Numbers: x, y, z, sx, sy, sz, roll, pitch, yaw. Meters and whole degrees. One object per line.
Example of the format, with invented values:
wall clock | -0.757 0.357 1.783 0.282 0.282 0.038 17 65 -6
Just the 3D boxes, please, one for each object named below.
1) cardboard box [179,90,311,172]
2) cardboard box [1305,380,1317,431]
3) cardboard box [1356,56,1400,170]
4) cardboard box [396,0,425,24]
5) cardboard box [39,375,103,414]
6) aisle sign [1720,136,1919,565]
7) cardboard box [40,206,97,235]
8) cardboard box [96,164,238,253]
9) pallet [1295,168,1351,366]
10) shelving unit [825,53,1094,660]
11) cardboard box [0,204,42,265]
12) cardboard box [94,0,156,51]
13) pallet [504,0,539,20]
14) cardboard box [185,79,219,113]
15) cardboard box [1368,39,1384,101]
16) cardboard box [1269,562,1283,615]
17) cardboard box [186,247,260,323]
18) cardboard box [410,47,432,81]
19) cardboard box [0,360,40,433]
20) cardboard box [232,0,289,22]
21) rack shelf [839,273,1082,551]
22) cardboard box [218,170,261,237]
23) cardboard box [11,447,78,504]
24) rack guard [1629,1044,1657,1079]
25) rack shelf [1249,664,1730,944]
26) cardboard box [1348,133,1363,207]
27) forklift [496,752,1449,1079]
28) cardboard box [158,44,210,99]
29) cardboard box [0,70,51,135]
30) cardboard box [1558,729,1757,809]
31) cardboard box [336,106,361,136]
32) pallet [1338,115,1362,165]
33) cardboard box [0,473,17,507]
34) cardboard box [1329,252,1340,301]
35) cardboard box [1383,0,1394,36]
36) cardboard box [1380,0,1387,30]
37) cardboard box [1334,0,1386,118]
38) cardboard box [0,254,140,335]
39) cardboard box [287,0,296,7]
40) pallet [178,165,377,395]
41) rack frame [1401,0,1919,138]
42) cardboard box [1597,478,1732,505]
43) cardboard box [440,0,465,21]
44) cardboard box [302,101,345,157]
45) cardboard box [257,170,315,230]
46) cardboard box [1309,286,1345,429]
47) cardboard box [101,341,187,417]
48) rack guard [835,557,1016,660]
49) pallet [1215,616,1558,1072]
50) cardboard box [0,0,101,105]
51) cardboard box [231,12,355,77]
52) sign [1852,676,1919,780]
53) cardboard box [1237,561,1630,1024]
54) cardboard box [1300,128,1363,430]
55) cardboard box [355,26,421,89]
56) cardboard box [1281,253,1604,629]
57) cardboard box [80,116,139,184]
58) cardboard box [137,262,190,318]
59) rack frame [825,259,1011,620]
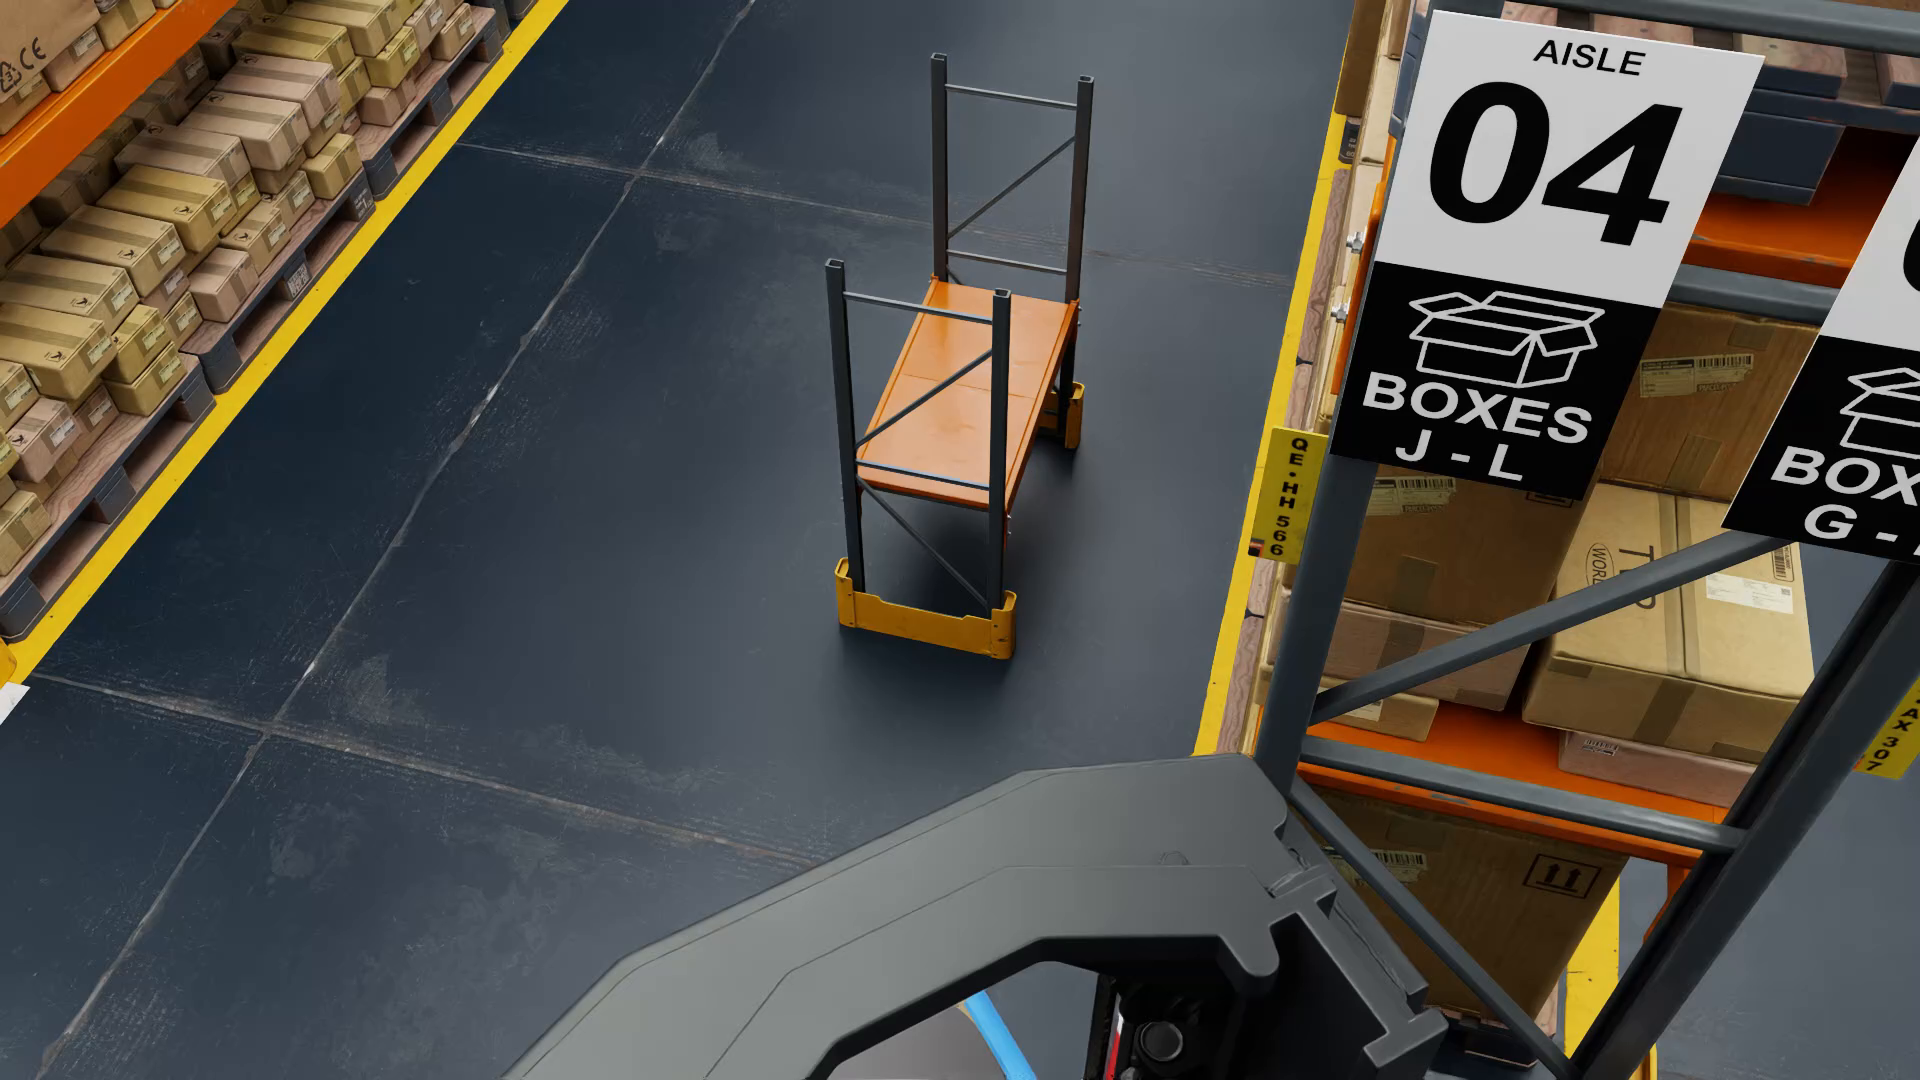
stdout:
cardboard box | -2.732 -1.564 6.355 0.380 0.149 0.250 10 49 9
cardboard box | 1.066 -0.284 4.167 0.380 0.149 0.250 12 50 11
cardboard box | 1.361 -1.058 4.584 0.500 0.250 0.500 12 50 10
cardboard box | -2.488 -2.330 7.030 0.380 0.149 0.250 12 50 11
cardboard box | -3.178 -0.549 5.657 0.380 0.149 0.250 12 50 11
aisle sign | 1.359 -0.242 2.229 0.394 0.787 0.004 12 50 10
cardboard box | -3.462 -1.212 6.242 0.380 0.149 0.250 14 50 12
cardboard box | -2.877 -1.205 6.038 0.380 0.149 0.250 12 50 11
pallet | 1.866 -0.929 6.429 1.003 0.211 1.213 12 50 10
shelving unit | 0.020 -0.551 5.236 0.587 1.500 1.083 12 50 10
cardboard box | -3.561 -1.133 5.974 0.380 0.149 0.250 13 50 11
cardboard box | -2.907 -1.770 5.479 0.380 0.149 0.250 13 50 11
pallet | -2.413 -3.079 8.327 1.003 0.211 1.213 12 50 10
cardboard box | -3.199 -1.760 6.726 0.380 0.149 0.250 14 50 12
cardboard box | 1.470 -1.399 5.151 0.380 0.149 0.250 11 49 10
cardboard box | 0.932 0.079 3.847 0.380 0.149 0.250 12 50 10
cardboard box | -2.876 -0.973 6.229 0.380 0.149 0.250 9 49 8
cardboard box | -2.540 -2.112 7.234 0.380 0.149 0.250 13 50 11
cardboard box | -3.247 -0.473 5.391 0.380 0.149 0.250 12 50 11
cardboard box | -3.056 -2.242 6.953 0.380 0.149 0.250 11 49 10
rack shelf | 0.022 -0.439 5.377 0.538 0.185 1.000 12 50 10
cardboard box | -2.916 -1.322 6.339 0.380 0.149 0.250 14 50 12
cardboard box | -3.233 -0.262 5.602 0.380 0.149 0.250 11 50 10
rack guard | 1.083 1.351 4.224 1.175 0.500 0.348 12 50 10
rack shelf | 1.615 -0.702 4.849 1.077 0.370 4.000 12 50 10
cardboard box | 1.334 -1.027 4.824 0.380 0.149 0.250 10 49 9
forklift | 0.260 1.751 2.249 1.130 2.935 3.031 -22 52 -19
cardboard box | -3.248 -1.881 6.634 0.380 0.149 0.250 13 50 11
cardboard box | -3.088 -1.414 5.165 0.380 0.149 0.250 11 50 10
cardboard box | 1.501 0.398 3.565 0.380 0.149 0.250 12 50 10
cardboard box | -2.734 -1.741 6.908 0.380 0.149 0.250 10 49 9
pallet | 2.272 -2.037 7.407 1.003 0.211 1.213 12 50 10
cardboard box | -3.284 -0.168 5.320 0.380 0.149 0.250 13 50 12
cardboard box | 1.200 -0.659 4.499 0.380 0.149 0.250 12 50 10
cardboard box | 1.630 -1.788 5.229 0.500 0.250 0.500 11 50 10
cardboard box | 1.605 -1.774 5.483 0.380 0.149 0.250 13 50 11
cardboard box | 2.291 -2.289 6.907 1.225 0.875 0.875 12 50 10
cardboard box | -3.072 -0.825 5.702 0.380 0.149 0.250 9 49 8
cardboard box | -3.001 -2.333 7.231 0.380 0.149 0.250 12 50 10
pallet | -3.079 -1.138 6.613 1.003 0.211 1.213 12 50 10
rack frame | 1.089 -1.478 1.053 1.000 3.000 0.127 12 50 10
cardboard box | 1.606 -0.213 3.839 0.500 0.250 0.500 11 49 10
cardboard box | -2.393 -2.442 7.327 0.380 0.149 0.250 12 50 11
cardboard box | -2.715 -1.696 6.669 0.380 0.149 0.250 13 50 11
cardboard box | -2.797 -1.359 6.570 0.380 0.149 0.250 12 50 11
cardboard box | 1.095 -0.312 3.926 0.500 0.250 0.500 11 49 9
cardboard box | -3.001 -0.606 5.906 0.380 0.149 0.250 12 50 10
rack guard | -0.111 0.222 5.387 0.587 0.250 0.087 12 50 10
pallet | 1.224 0.836 4.872 1.003 0.211 1.213 12 50 10
cardboard box | -3.028 -1.691 4.977 0.500 0.500 0.500 12 50 11
cardboard box | -2.690 -1.976 6.718 0.380 0.149 0.250 13 50 11
sign | 1.623 0.308 2.847 0.100 0.325 0.005 12 50 10
cardboard box | 1.180 0.592 4.364 0.875 0.875 0.875 12 50 10
cardboard box | 1.654 -0.710 5.513 0.875 0.875 0.875 12 50 10
cardboard box | -2.506 -2.046 6.978 0.380 0.149 0.250 10 49 9
cardboard box | 0.964 -0.195 3.322 0.500 0.500 0.500 12 50 10
cardboard box | -3.343 -1.497 6.295 0.380 0.149 0.250 12 50 10
cardboard box | -3.028 -0.924 5.988 0.380 0.149 0.250 9 49 8
rack frame | -0.111 -0.190 4.918 0.500 1.500 0.032 12 50 10
